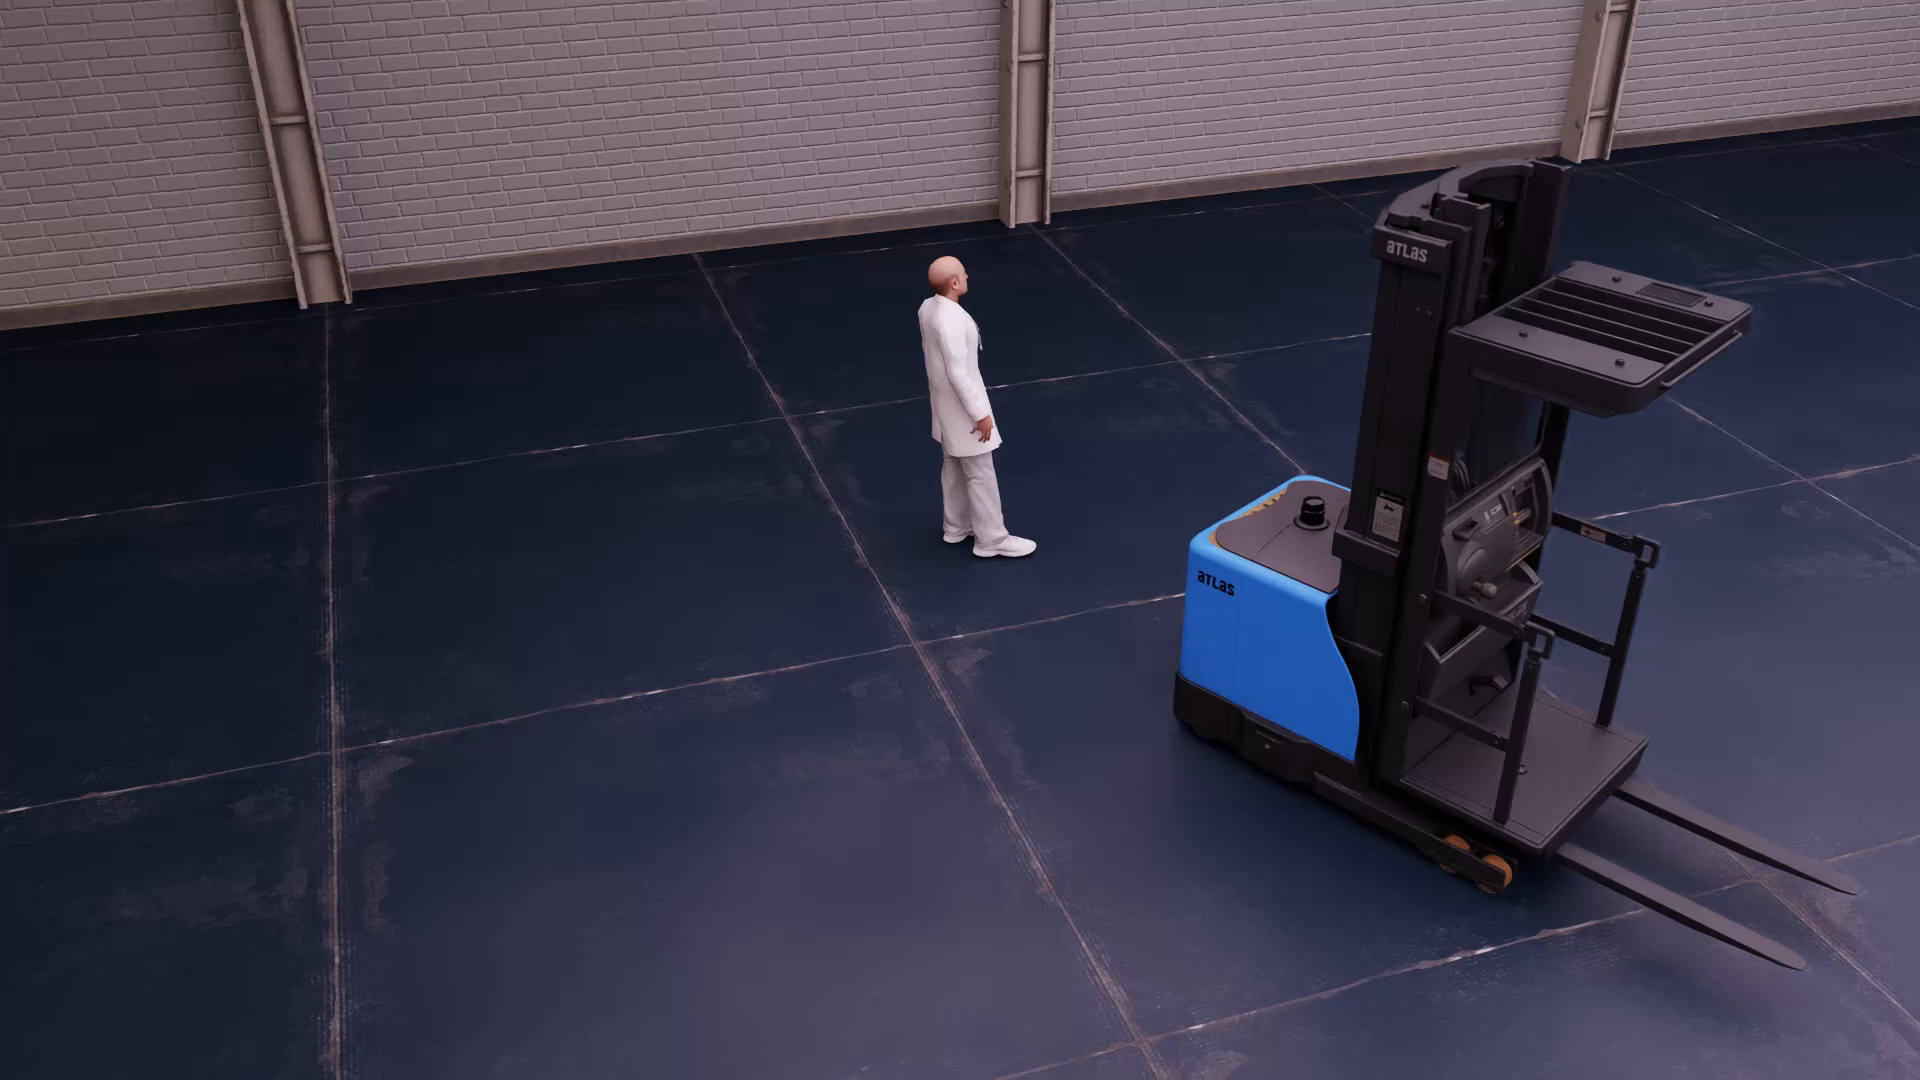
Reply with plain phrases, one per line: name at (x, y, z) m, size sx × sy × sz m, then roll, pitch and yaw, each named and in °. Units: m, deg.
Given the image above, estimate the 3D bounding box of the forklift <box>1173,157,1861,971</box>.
forklift at (2.486, -0.010, 7.105) m, size 3.031 × 2.935 × 1.130 m, roll 26°, pitch 39°, yaw 37°

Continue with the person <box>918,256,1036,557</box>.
person at (0.088, -0.790, 9.601) m, size 0.578 × 1.777 × 0.698 m, roll -10°, pitch 31°, yaw -16°
